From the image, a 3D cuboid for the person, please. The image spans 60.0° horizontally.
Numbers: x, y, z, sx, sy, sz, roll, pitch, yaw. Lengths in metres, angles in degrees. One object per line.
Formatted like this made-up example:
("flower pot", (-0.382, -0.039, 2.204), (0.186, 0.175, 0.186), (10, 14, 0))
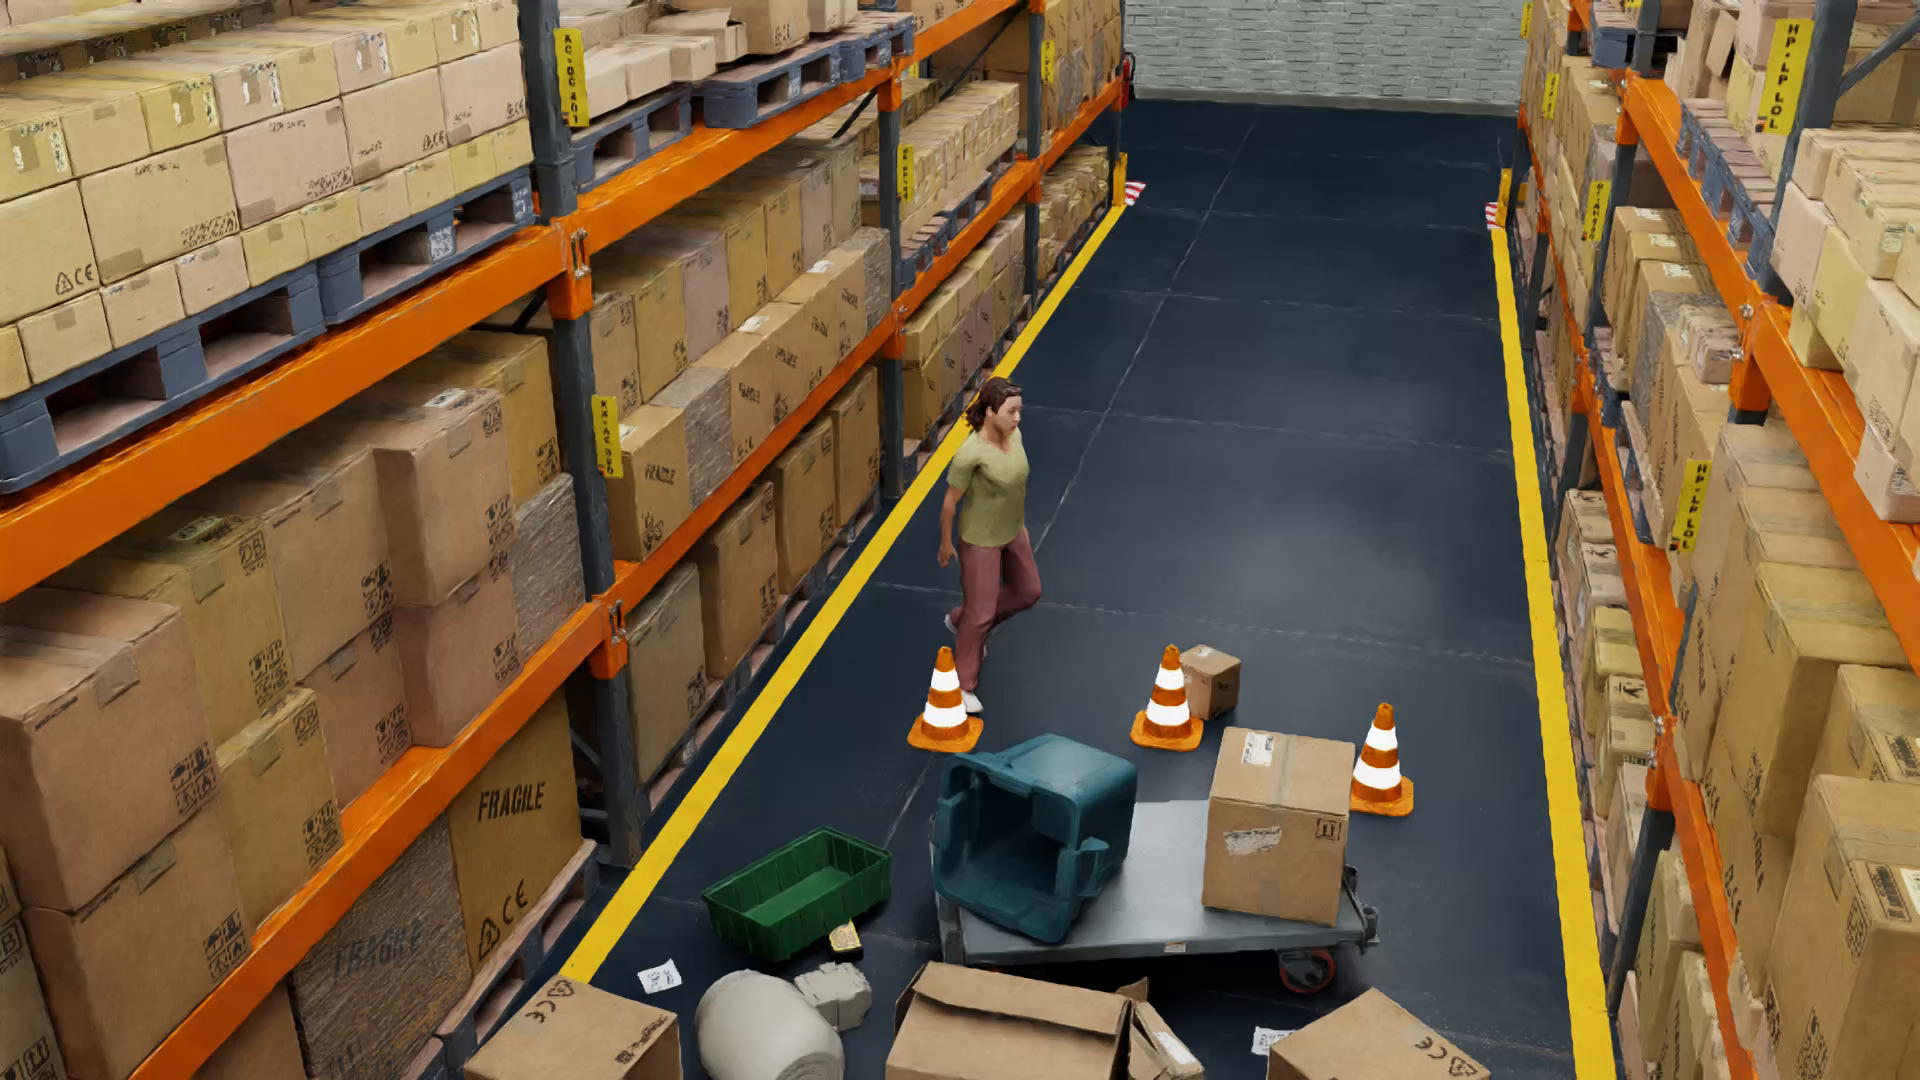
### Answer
("person", (0.064, -0.023, 8.122), (0.515, 1.649, 0.550), (20, 32, 36))
